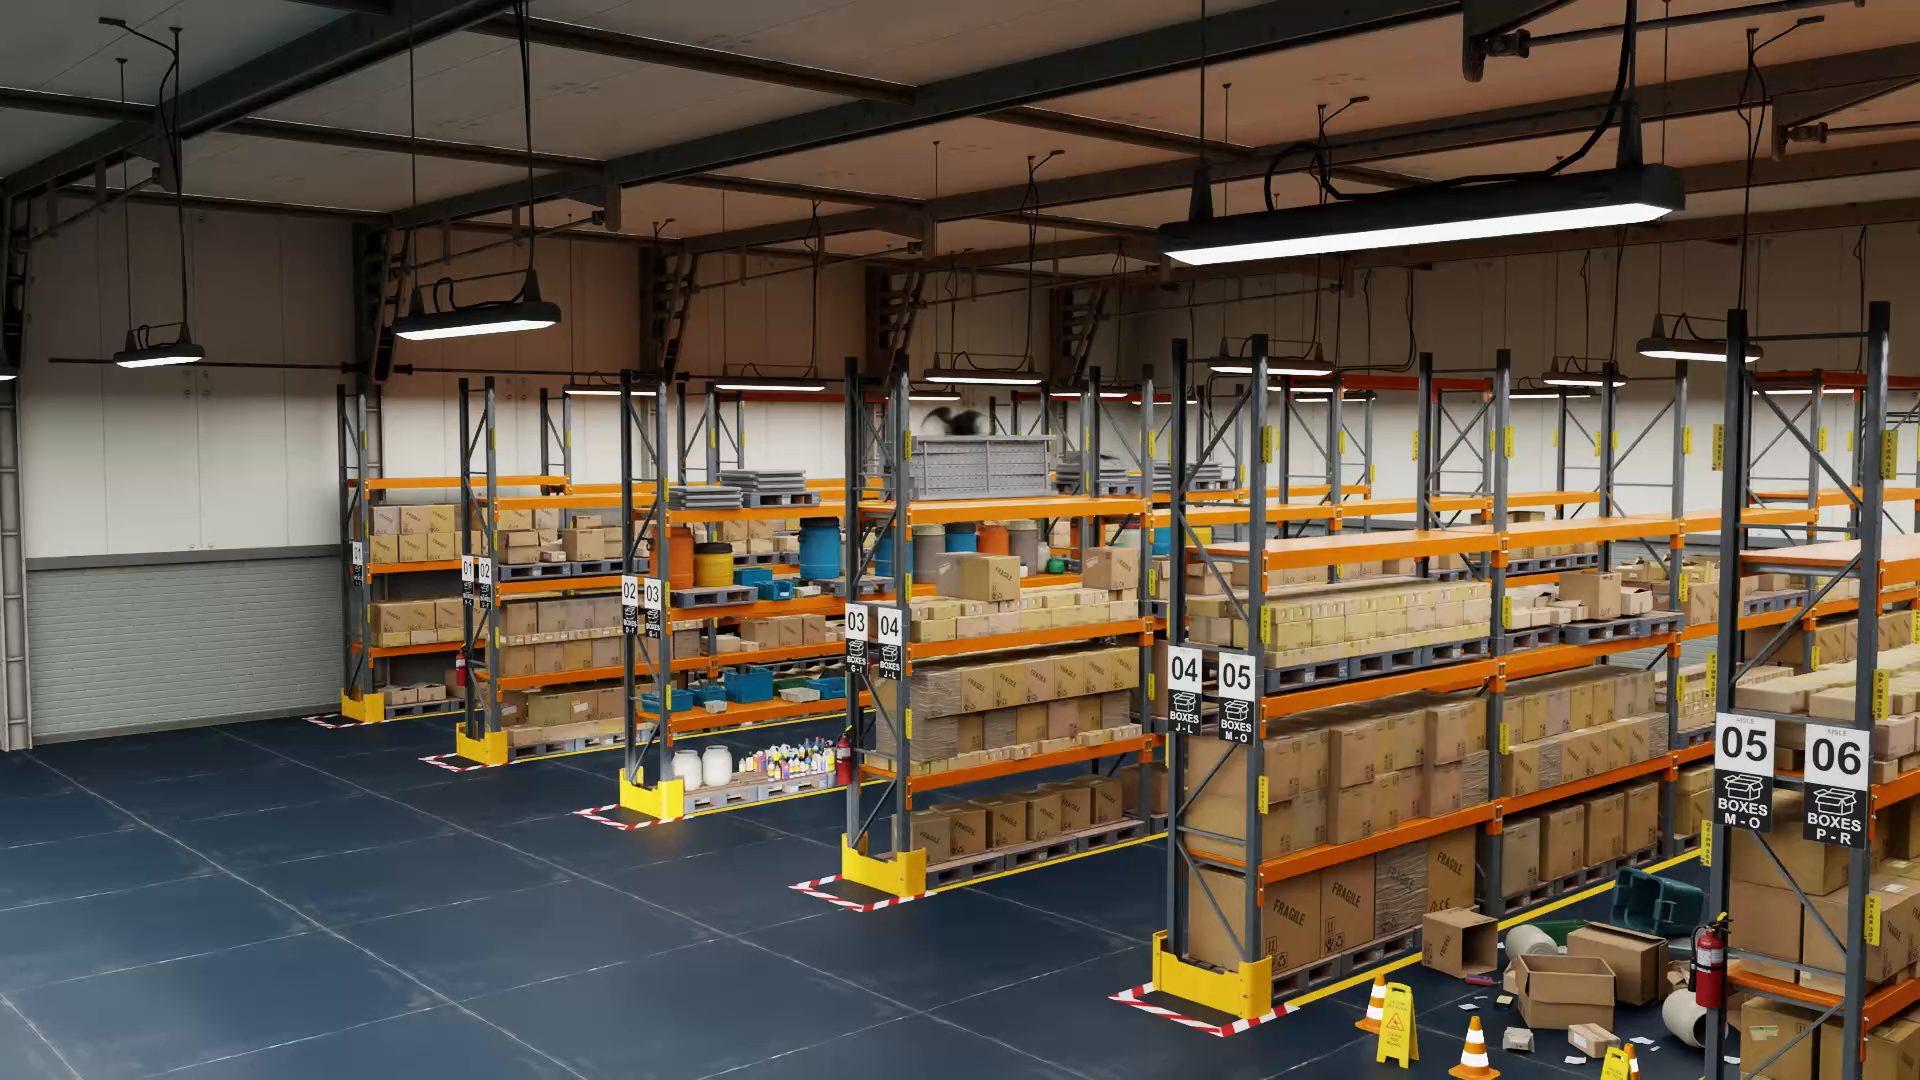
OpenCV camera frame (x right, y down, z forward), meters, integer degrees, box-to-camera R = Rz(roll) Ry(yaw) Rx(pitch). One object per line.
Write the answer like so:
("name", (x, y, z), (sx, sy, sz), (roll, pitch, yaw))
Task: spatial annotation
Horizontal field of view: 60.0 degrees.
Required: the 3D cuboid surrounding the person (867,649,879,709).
("person", (-1.308, 2.415, 28.521), (0.643, 1.701, 0.877), (4, 5, 44))
